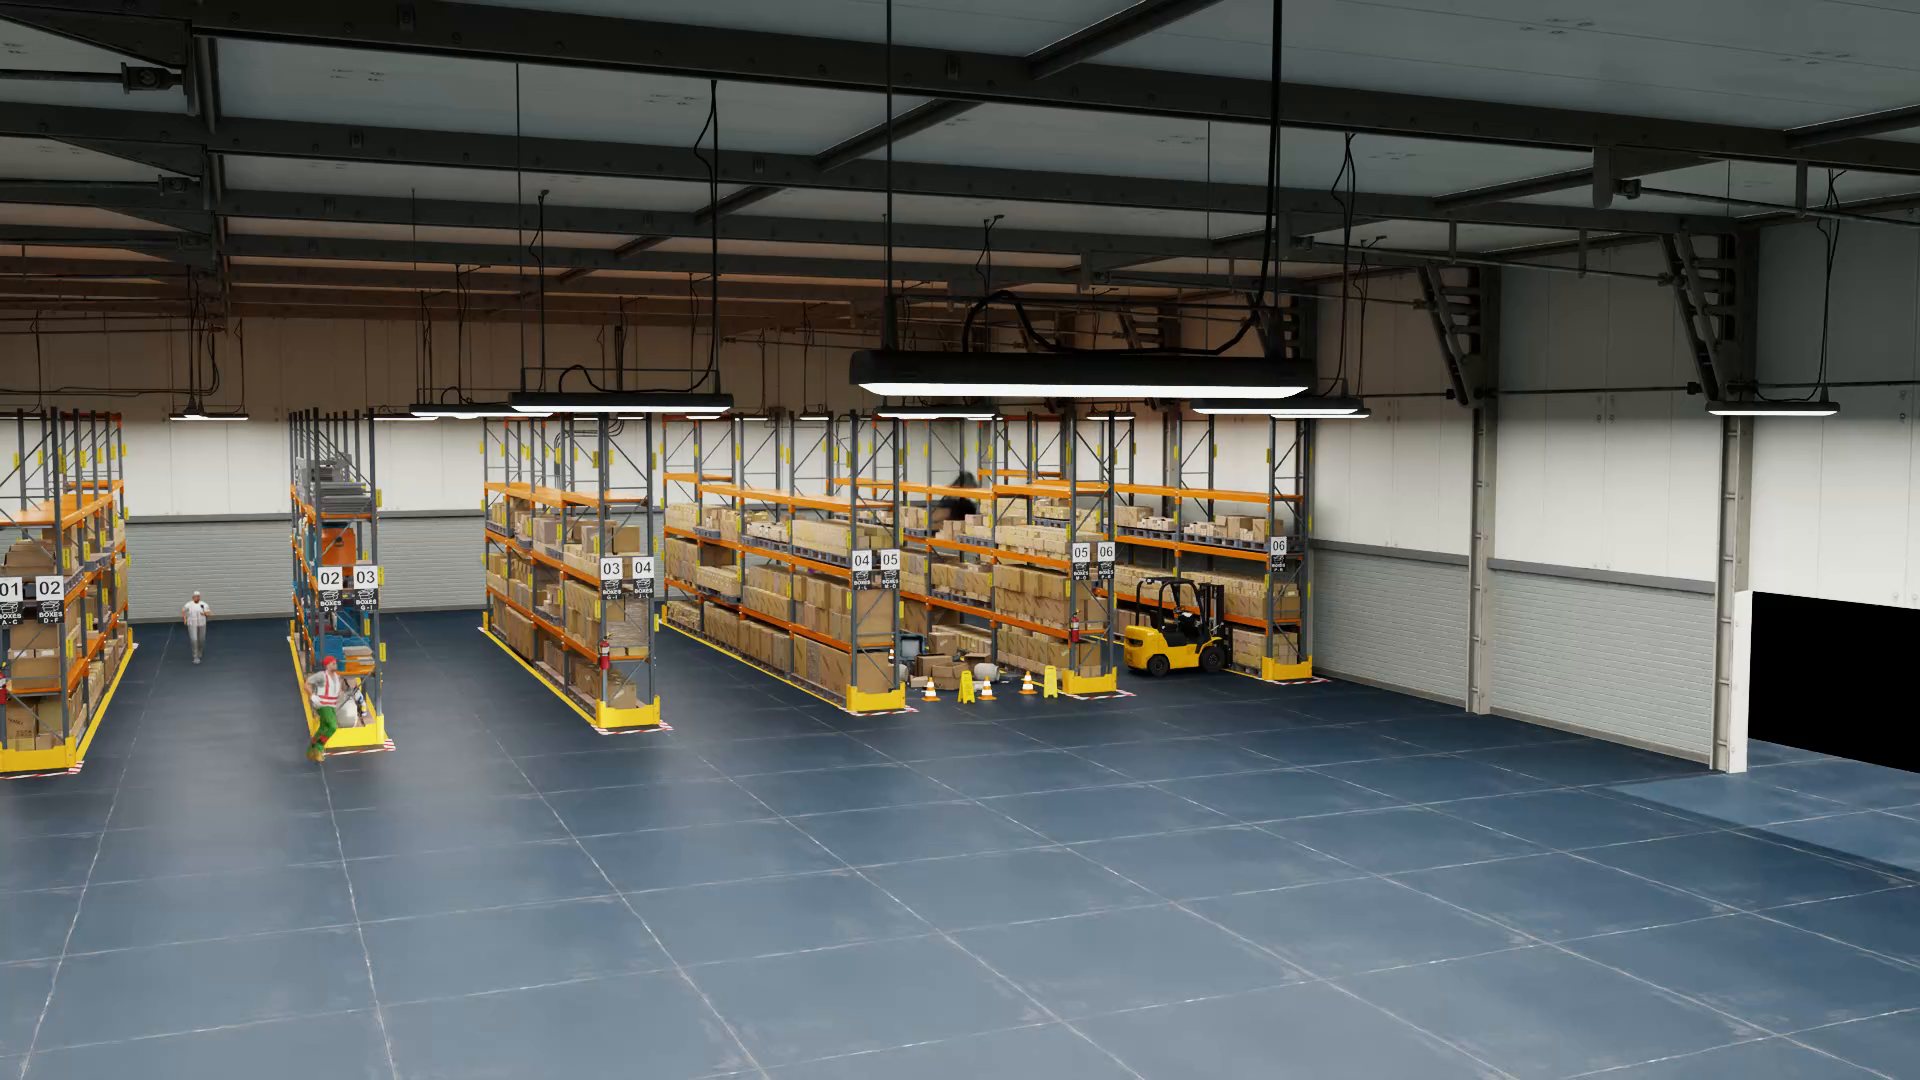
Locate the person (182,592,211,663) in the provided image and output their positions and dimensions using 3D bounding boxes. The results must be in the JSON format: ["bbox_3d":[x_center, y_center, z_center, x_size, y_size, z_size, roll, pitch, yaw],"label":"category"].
[{"bbox_3d":[-18.340,2.074,39.983,0.597,1.678,0.918,-3,5,-35],"label":"person"}]

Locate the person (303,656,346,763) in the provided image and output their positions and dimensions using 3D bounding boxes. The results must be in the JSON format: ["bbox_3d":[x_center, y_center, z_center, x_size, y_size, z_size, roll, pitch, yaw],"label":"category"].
[{"bbox_3d":[-10.770,2.858,28.305,0.667,1.768,0.689,1,4,13],"label":"person"}]

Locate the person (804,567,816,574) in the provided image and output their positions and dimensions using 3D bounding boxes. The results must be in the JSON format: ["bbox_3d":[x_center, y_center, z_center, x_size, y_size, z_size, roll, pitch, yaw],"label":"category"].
[{"bbox_3d":[-4.548,1.296,51.060,0.676,1.797,0.714,-1,4,-17],"label":"person"}]
